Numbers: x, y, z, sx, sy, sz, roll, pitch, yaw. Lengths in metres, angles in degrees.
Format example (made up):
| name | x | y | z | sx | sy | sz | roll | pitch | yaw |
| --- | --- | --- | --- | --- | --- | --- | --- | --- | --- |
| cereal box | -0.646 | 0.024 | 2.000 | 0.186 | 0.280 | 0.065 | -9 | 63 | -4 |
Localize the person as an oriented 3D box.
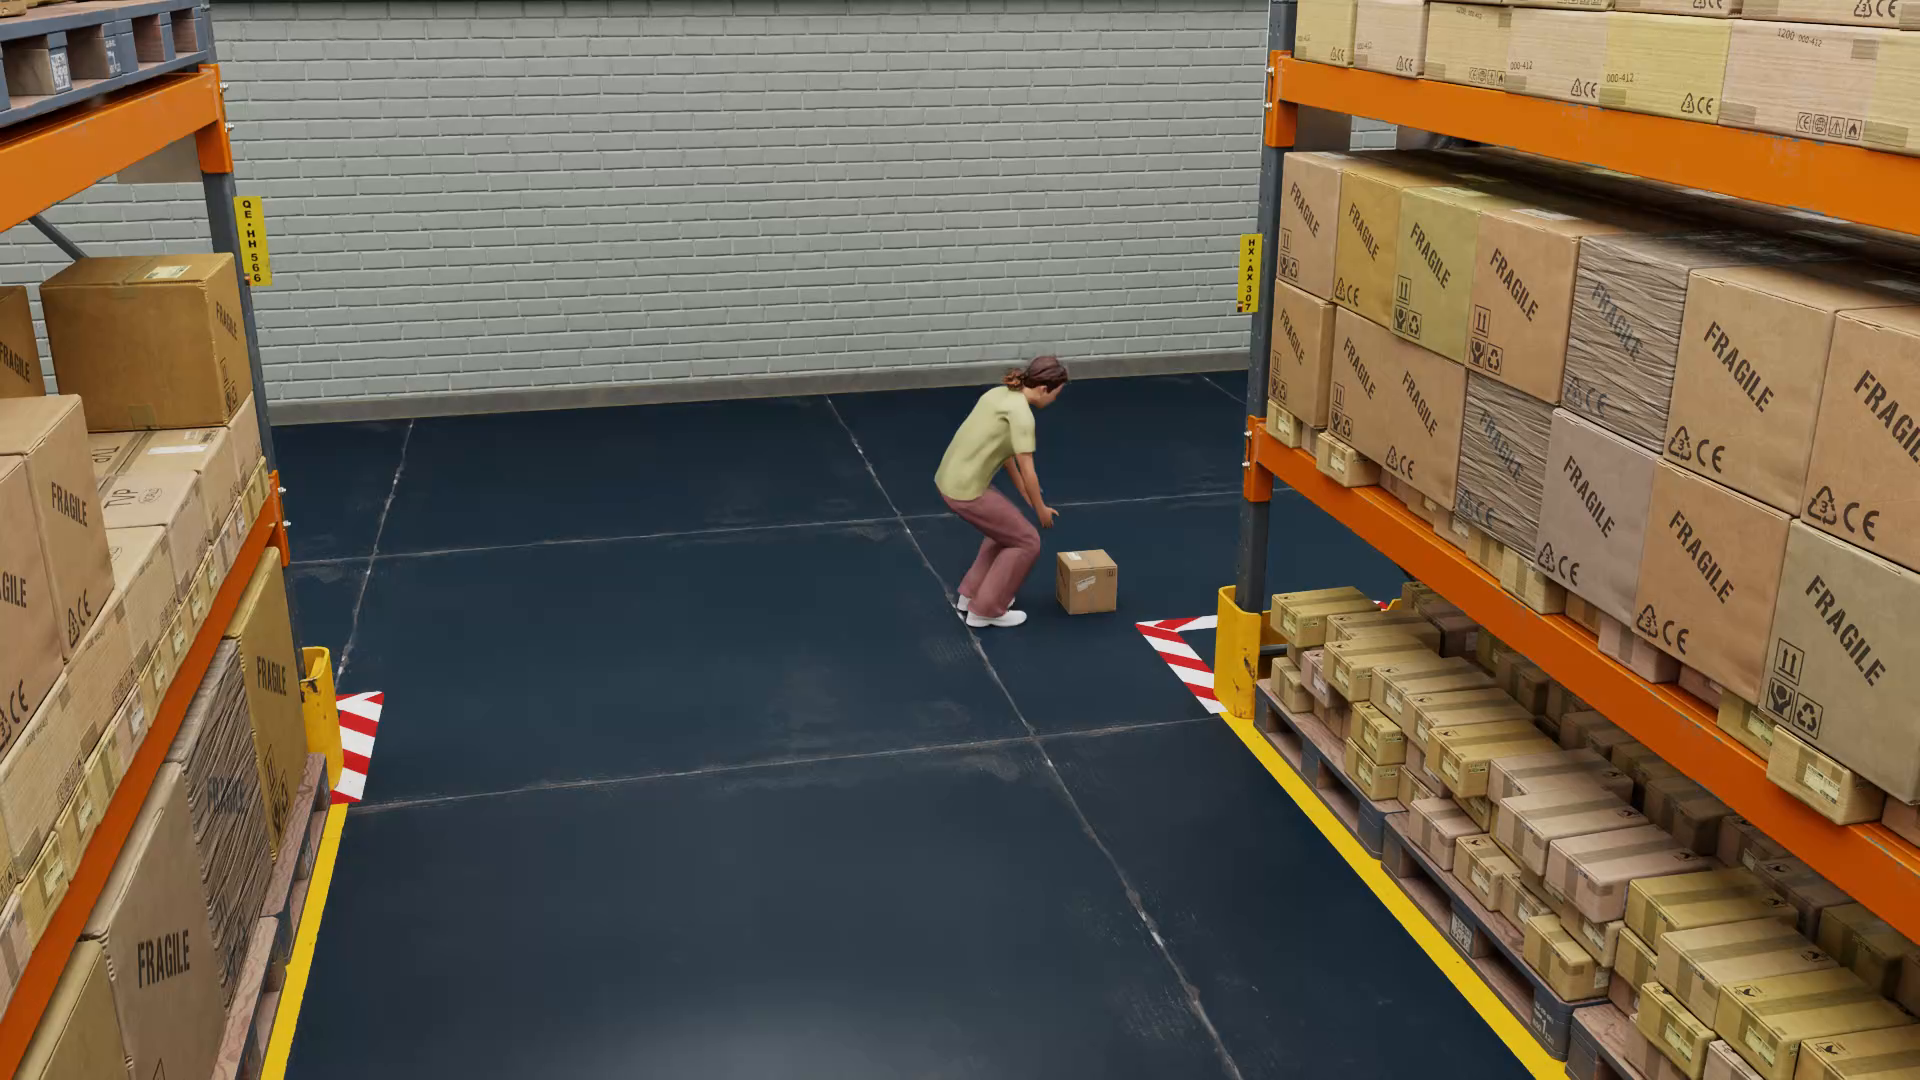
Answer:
| name | x | y | z | sx | sy | sz | roll | pitch | yaw |
| --- | --- | --- | --- | --- | --- | --- | --- | --- | --- |
| person | 0.203 | -0.256 | 8.302 | 0.668 | 1.333 | 0.511 | -4 | 20 | -12 |
